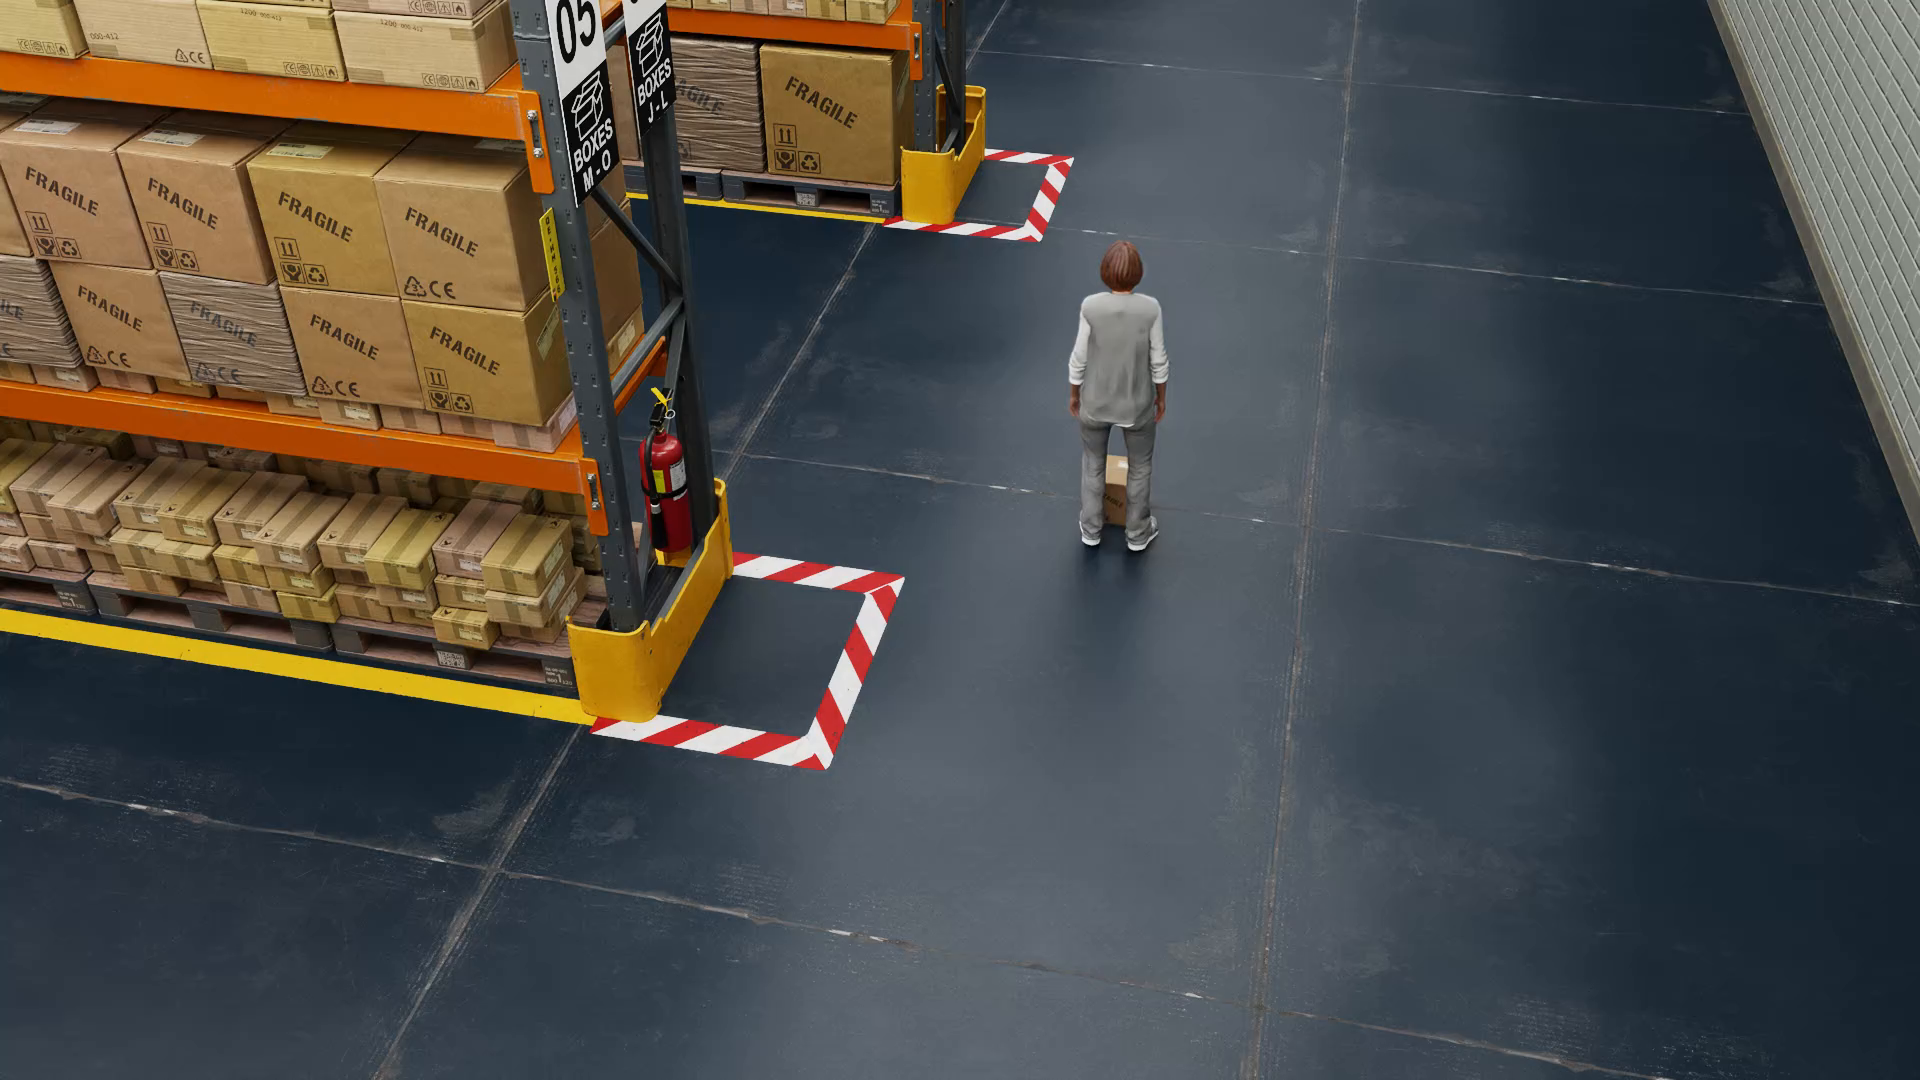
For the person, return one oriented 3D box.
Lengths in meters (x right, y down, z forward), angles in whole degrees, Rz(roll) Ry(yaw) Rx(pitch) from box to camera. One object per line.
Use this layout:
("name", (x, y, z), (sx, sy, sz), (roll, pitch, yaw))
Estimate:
("person", (0.744, -0.643, 7.823), (0.480, 1.591, 0.347), (5, 37, 7))
